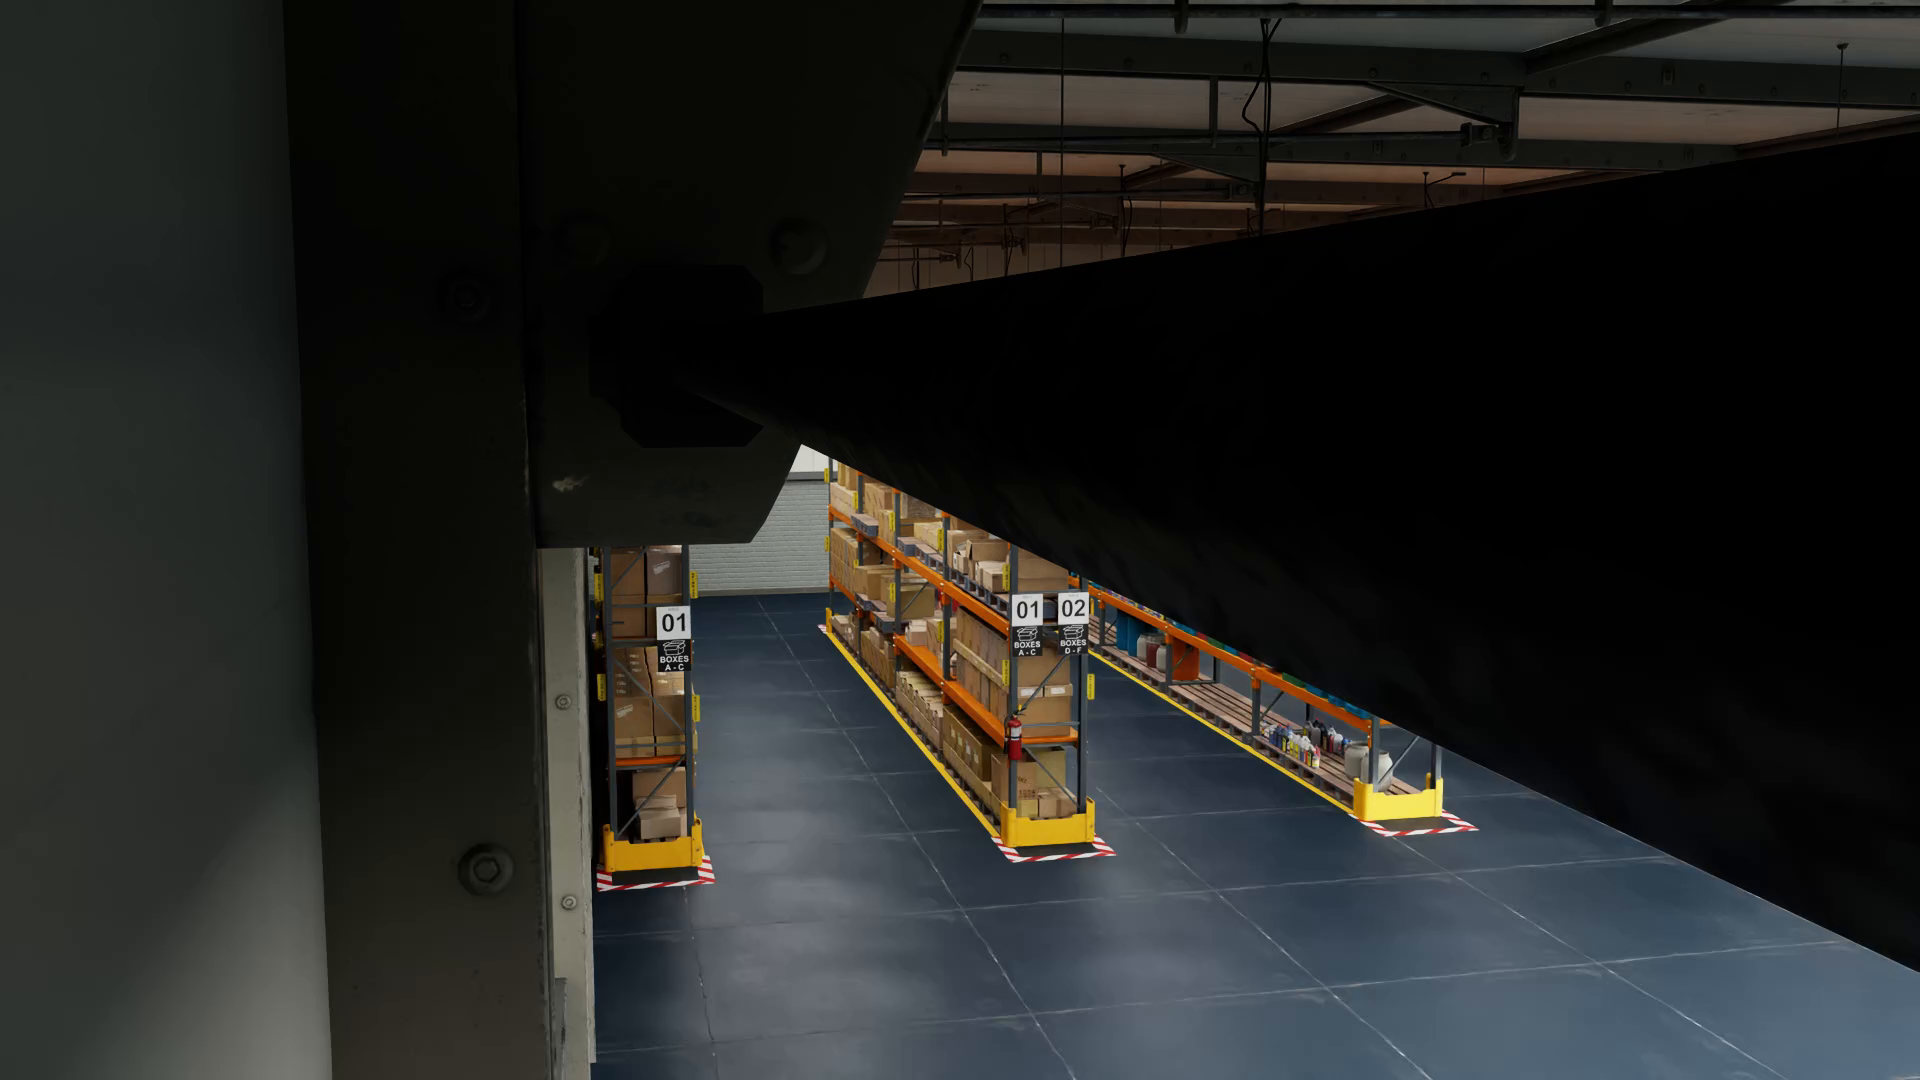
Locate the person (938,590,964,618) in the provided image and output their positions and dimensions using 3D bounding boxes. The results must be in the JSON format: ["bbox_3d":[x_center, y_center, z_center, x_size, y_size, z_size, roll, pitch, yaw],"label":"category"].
[{"bbox_3d":[-0.165,1.532,33.401,0.594,1.661,1.099,-2,7,-16],"label":"person"}]
